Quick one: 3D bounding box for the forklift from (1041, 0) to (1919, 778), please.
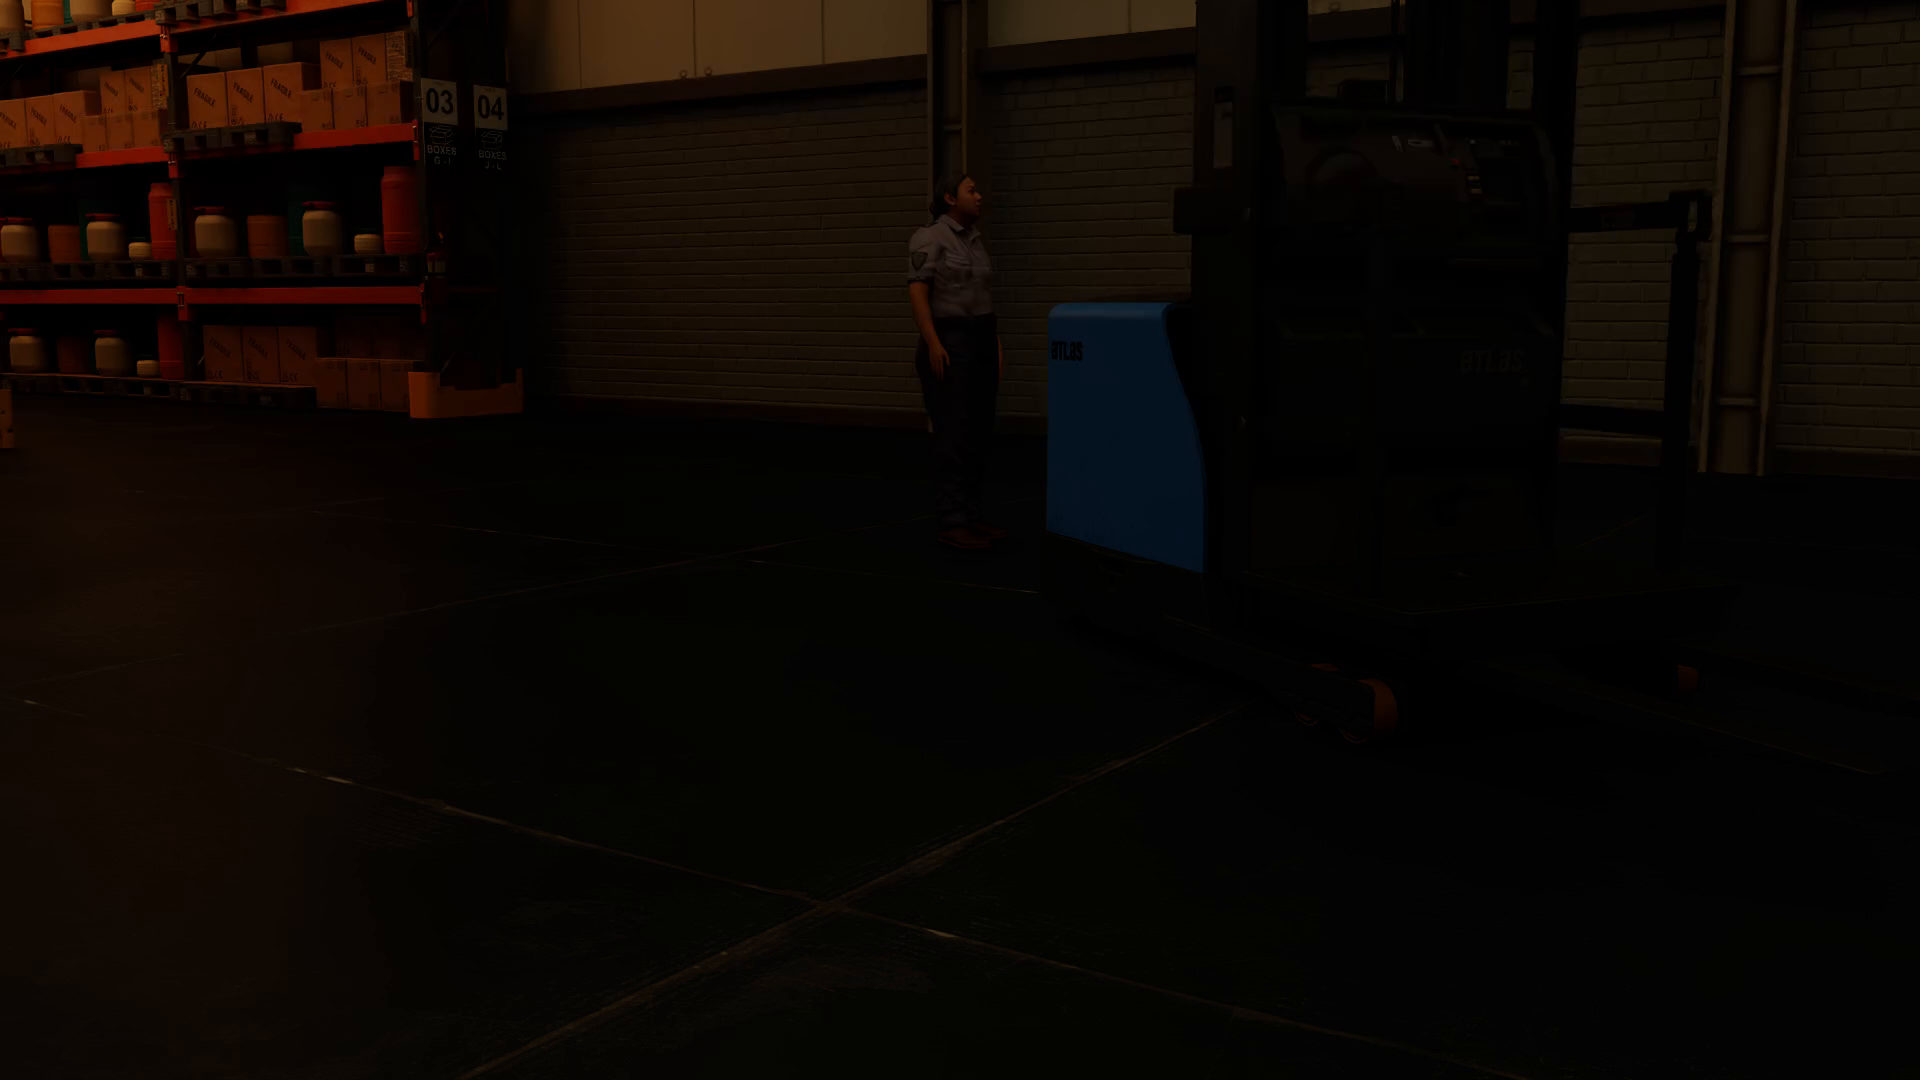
[{"bbox_3d":[1.339,-1.018,4.348,1.130,2.935,3.031,-4,9,-24],"label":"forklift"}]

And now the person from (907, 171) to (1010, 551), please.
[{"bbox_3d":[0.062,-0.813,7.418,0.502,1.651,0.598,5,10,34],"label":"person"}]
